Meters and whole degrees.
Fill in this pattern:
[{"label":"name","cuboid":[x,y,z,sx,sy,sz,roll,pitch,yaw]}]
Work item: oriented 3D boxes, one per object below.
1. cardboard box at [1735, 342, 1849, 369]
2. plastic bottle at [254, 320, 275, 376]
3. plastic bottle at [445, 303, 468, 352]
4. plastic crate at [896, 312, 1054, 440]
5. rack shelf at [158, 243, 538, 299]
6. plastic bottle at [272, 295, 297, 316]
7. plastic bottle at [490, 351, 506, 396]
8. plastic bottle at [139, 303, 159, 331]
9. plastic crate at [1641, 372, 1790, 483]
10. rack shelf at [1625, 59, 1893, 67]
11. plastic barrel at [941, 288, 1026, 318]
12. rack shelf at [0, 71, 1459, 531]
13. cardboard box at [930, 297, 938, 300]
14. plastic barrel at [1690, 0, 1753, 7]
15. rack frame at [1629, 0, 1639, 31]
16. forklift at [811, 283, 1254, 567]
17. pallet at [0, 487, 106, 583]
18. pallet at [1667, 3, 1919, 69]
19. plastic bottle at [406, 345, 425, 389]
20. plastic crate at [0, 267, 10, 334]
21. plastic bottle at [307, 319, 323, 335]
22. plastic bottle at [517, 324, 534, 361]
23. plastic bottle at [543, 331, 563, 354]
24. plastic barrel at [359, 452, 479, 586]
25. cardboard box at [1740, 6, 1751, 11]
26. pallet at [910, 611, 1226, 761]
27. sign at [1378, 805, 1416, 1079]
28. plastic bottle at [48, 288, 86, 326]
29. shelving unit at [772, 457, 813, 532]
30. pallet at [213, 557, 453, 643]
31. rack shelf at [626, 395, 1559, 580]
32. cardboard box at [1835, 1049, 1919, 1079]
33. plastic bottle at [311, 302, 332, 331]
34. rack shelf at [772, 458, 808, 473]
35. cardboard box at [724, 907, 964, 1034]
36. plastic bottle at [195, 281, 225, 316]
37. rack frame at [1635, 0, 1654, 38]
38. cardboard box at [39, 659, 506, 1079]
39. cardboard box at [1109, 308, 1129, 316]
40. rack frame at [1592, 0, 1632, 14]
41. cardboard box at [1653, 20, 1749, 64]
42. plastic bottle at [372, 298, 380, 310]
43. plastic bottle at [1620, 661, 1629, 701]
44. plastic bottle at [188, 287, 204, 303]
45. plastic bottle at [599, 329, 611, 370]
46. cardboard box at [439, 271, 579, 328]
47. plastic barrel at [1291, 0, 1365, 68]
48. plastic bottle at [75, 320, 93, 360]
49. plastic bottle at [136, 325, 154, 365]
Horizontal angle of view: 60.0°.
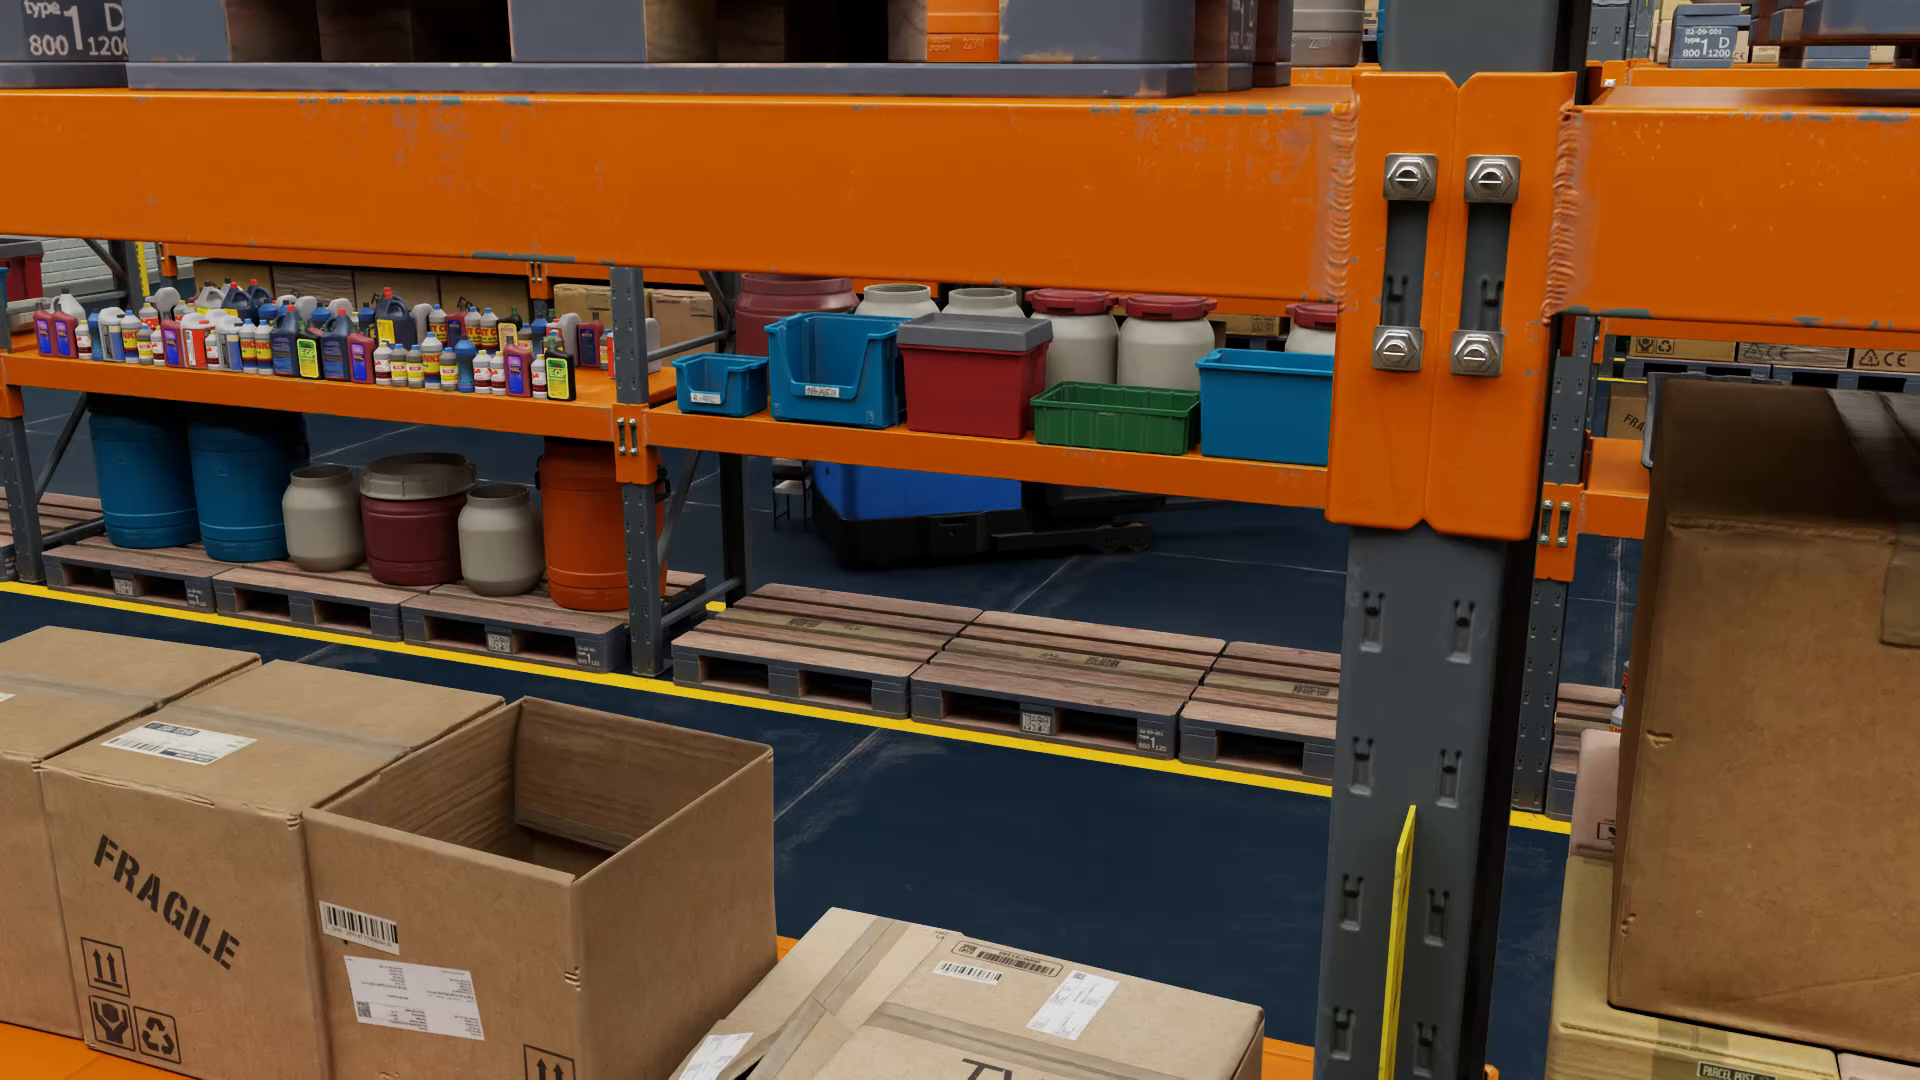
[{"label":"cardboard box","cuboid":[7.526,-2.075,14.997,0.875,0.875,0.875,6,17,21]},{"label":"plastic bottle","cuboid":[-3.490,-0.969,8.363,0.097,0.271,0.097,0,16,0]},{"label":"plastic bottle","cuboid":[-2.668,-1.118,8.852,0.133,0.283,0.061,6,17,21]},{"label":"plastic crate","cuboid":[0.066,-0.702,7.095,0.583,0.464,0.402,6,17,21]},{"label":"rack shelf","cuboid":[-5.090,-2.468,14.586,4.000,0.370,1.077,6,17,21]},{"label":"plastic bottle","cuboid":[-3.752,-1.220,9.217,0.135,0.276,0.152,6,17,21]},{"label":"plastic bottle","cuboid":[-2.174,-0.791,7.874,0.097,0.201,0.097,0,16,0]},{"label":"plastic bottle","cuboid":[-4.590,-1.239,9.416,0.097,0.201,0.097,0,16,0]},{"label":"plastic crate","cuboid":[2.836,-0.390,6.248,0.504,0.338,0.767,6,17,21]},{"label":"rack shelf","cuboid":[6.073,-2.681,9.940,4.000,0.370,1.077,6,17,21]},{"label":"plastic barrel","cuboid":[0.102,-0.876,7.611,0.421,0.512,0.421,0,16,0]},{"label":"rack shelf","cuboid":[-1.286,-0.522,2.501,4.000,0.370,1.077,6,17,21]},{"label":"cardboard box","cuboid":[-0.142,-1.457,12.871,0.875,0.875,1.225,5,17,18]},{"label":"plastic barrel","cuboid":[2.724,-2.107,5.718,0.421,0.512,0.421,0,16,0]},{"label":"rack frame","cuboid":[4.213,-4.672,10.126,0.127,3.000,1.000,6,17,21]},{"label":"forklift","cuboid":[0.653,-1.466,9.967,3.031,2.935,1.130,-5,17,-15]},{"label":"pallet","cuboid":[-5.745,-0.051,9.970,1.213,0.211,1.003,6,17,21]},{"label":"pallet","cuboid":[3.103,-1.808,5.979,1.003,0.211,1.213,6,17,21]},{"label":"plastic bottle","cuboid":[-2.626,-0.841,8.046,0.097,0.201,0.097,0,16,0]},{"label":"plastic crate","cuboid":[-5.606,-1.305,9.210,0.575,0.384,0.392,6,17,21]},{"label":"plastic bottle","cuboid":[-3.195,-0.955,8.294,0.133,0.283,0.061,6,17,21]},{"label":"plastic bottle","cuboid":[-2.262,-1.028,8.691,0.097,0.201,0.097,0,16,0]},{"label":"plastic bottle","cuboid":[-2.068,-0.961,8.461,0.097,0.201,0.097,0,16,0]},{"label":"plastic barrel","cuboid":[-2.837,-0.120,8.780,0.708,0.588,0.600,6,17,21]},{"label":"cardboard box","cuboid":[4.675,-3.228,10.087,0.250,0.149,0.380,5,17,18]},{"label":"pallet","cuboid":[0.512,0.638,7.597,1.213,0.211,1.003,6,17,21]},{"label":"sign","cuboid":[0.385,0.402,1.475,0.005,0.325,0.100,6,17,21]},{"label":"plastic bottle","cuboid":[-4.800,-1.177,8.936,0.185,0.351,0.144,6,17,21]},{"label":"shelving unit","cuboid":[-1.028,-0.522,10.356,0.210,0.900,0.258,5,17,16]},{"label":"pallet","cuboid":[-3.205,0.229,9.008,1.213,0.211,1.003,6,17,21]},{"label":"rack shelf","cuboid":[0.535,-0.365,7.343,4.000,0.370,1.077,6,17,21]},{"label":"cardboard box","cuboid":[0.987,0.522,1.653,0.250,0.149,0.380,7,17,21]},{"label":"plastic bottle","cuboid":[-3.440,-1.146,8.971,0.097,0.271,0.097,0,16,0]},{"label":"rack shelf","cuboid":[-1.028,-0.490,10.365,0.200,0.077,0.258,5,17,16]},{"label":"cardboard box","cuboid":[-0.175,0.755,2.644,0.250,0.149,0.380,6,17,21]},{"label":"plastic bottle","cuboid":[-4.124,-1.254,9.203,0.185,0.351,0.144,6,17,21]},{"label":"rack frame","cuboid":[6.127,-5.948,14.521,0.127,3.000,1.000,6,17,21]},{"label":"cardboard box","cuboid":[-1.090,0.542,2.747,0.500,0.500,0.500,6,17,21]},{"label":"cardboard box","cuboid":[1.698,-2.477,17.056,0.500,0.500,0.500,6,17,20]},{"label":"rack frame","cuboid":[2.396,-3.387,5.701,0.127,3.000,1.000,6,17,21]},{"label":"cardboard box","cuboid":[4.538,-3.047,10.178,0.500,0.250,0.500,6,17,18]},{"label":"plastic bottle","cuboid":[-3.179,-1.174,9.046,0.133,0.283,0.061,6,17,21]},{"label":"plastic bottle","cuboid":[2.847,0.583,7.017,0.097,0.201,0.097,0,16,0]},{"label":"plastic bottle","cuboid":[-4.329,-1.300,9.482,0.133,0.283,0.061,6,17,21]},{"label":"plastic bottle","cuboid":[-1.798,-0.977,8.516,0.097,0.201,0.097,0,16,0]},{"label":"cardboard box","cuboid":[-3.814,-1.879,14.323,0.875,0.875,0.875,6,17,21]},{"label":"plastic barrel","cuboid":[1.234,-2.250,6.265,0.600,0.901,0.600,0,16,0]},{"label":"plastic bottle","cuboid":[-4.624,-1.060,8.802,0.097,0.201,0.097,0,16,0]},{"label":"plastic bottle","cuboid":[-4.227,-1.017,8.652,0.097,0.201,0.097,0,16,0]}]
